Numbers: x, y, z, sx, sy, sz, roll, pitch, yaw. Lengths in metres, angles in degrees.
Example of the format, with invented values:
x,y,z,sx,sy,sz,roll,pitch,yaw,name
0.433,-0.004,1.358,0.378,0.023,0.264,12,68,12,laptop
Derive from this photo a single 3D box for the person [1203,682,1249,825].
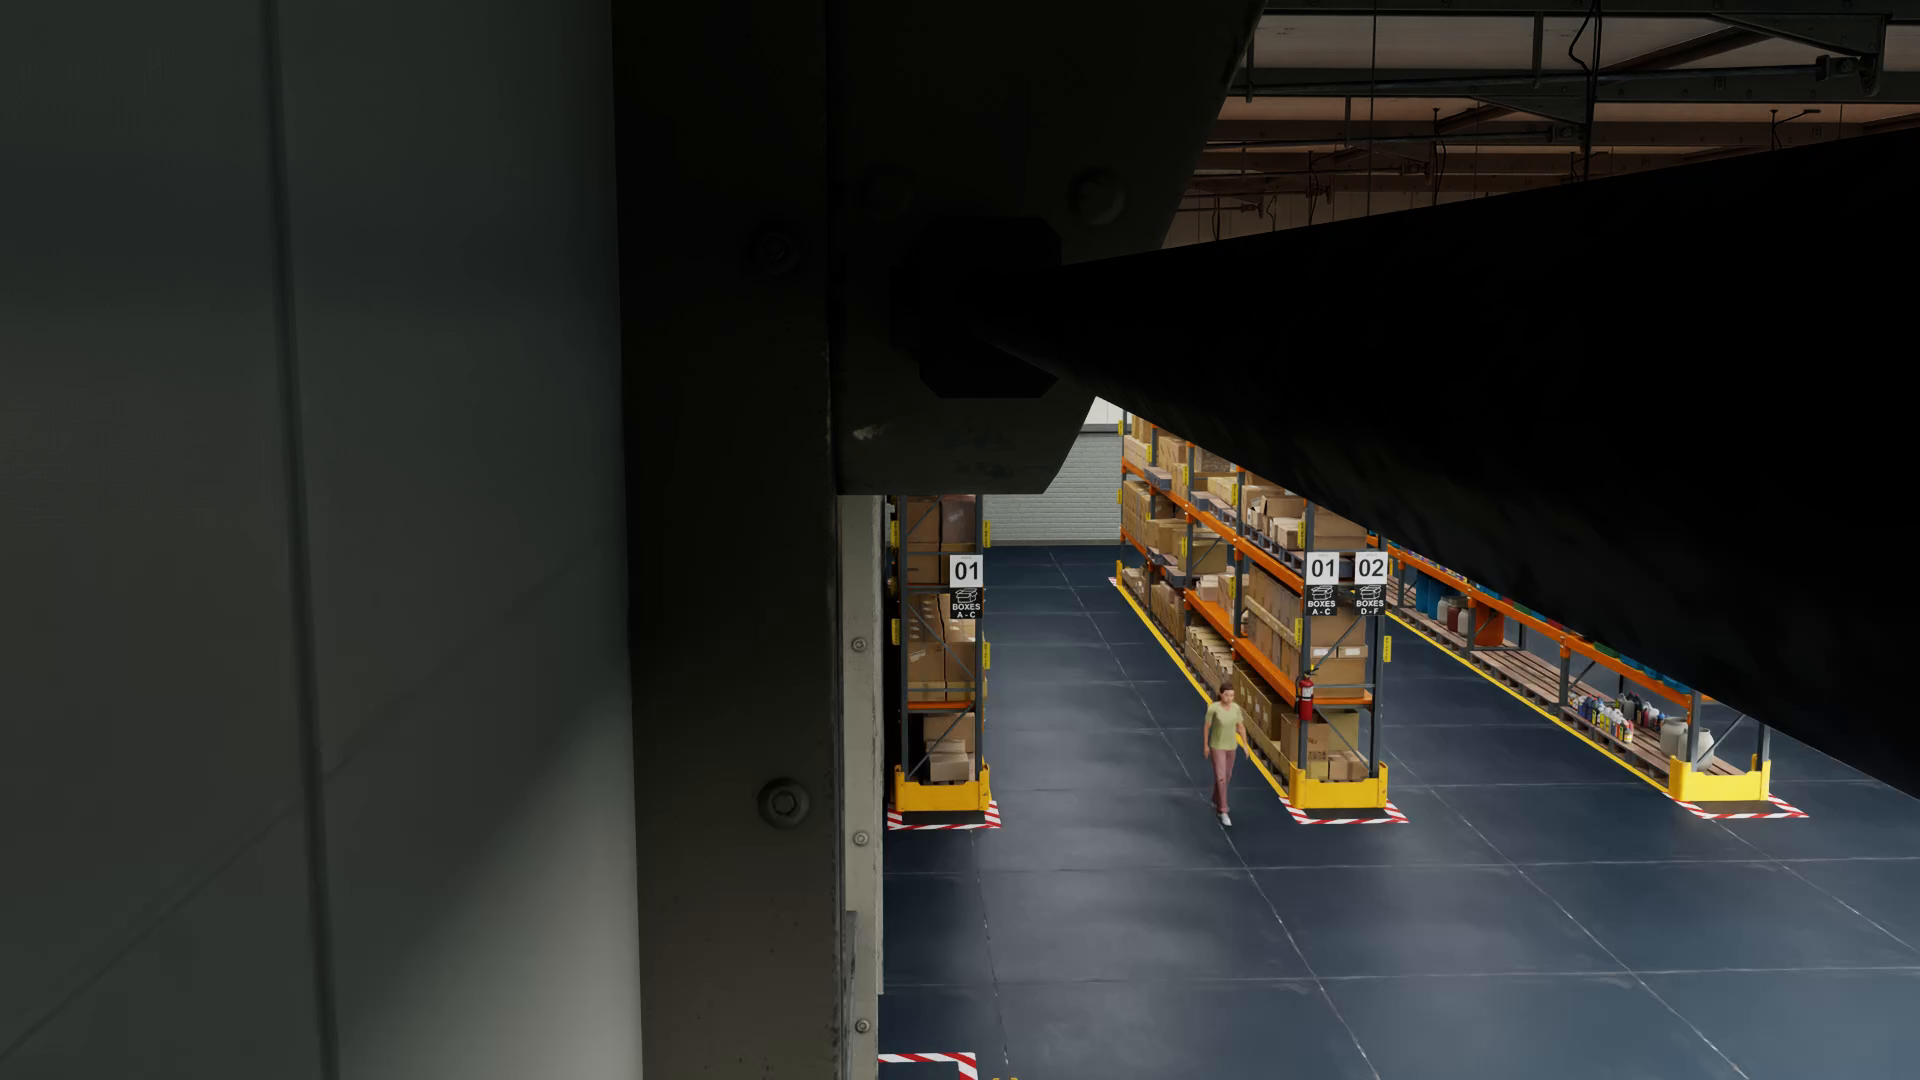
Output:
x,y,z,sx,sy,sz,roll,pitch,yaw,name
3.232,2.545,20.179,0.495,1.680,0.695,-3,9,-18,person
